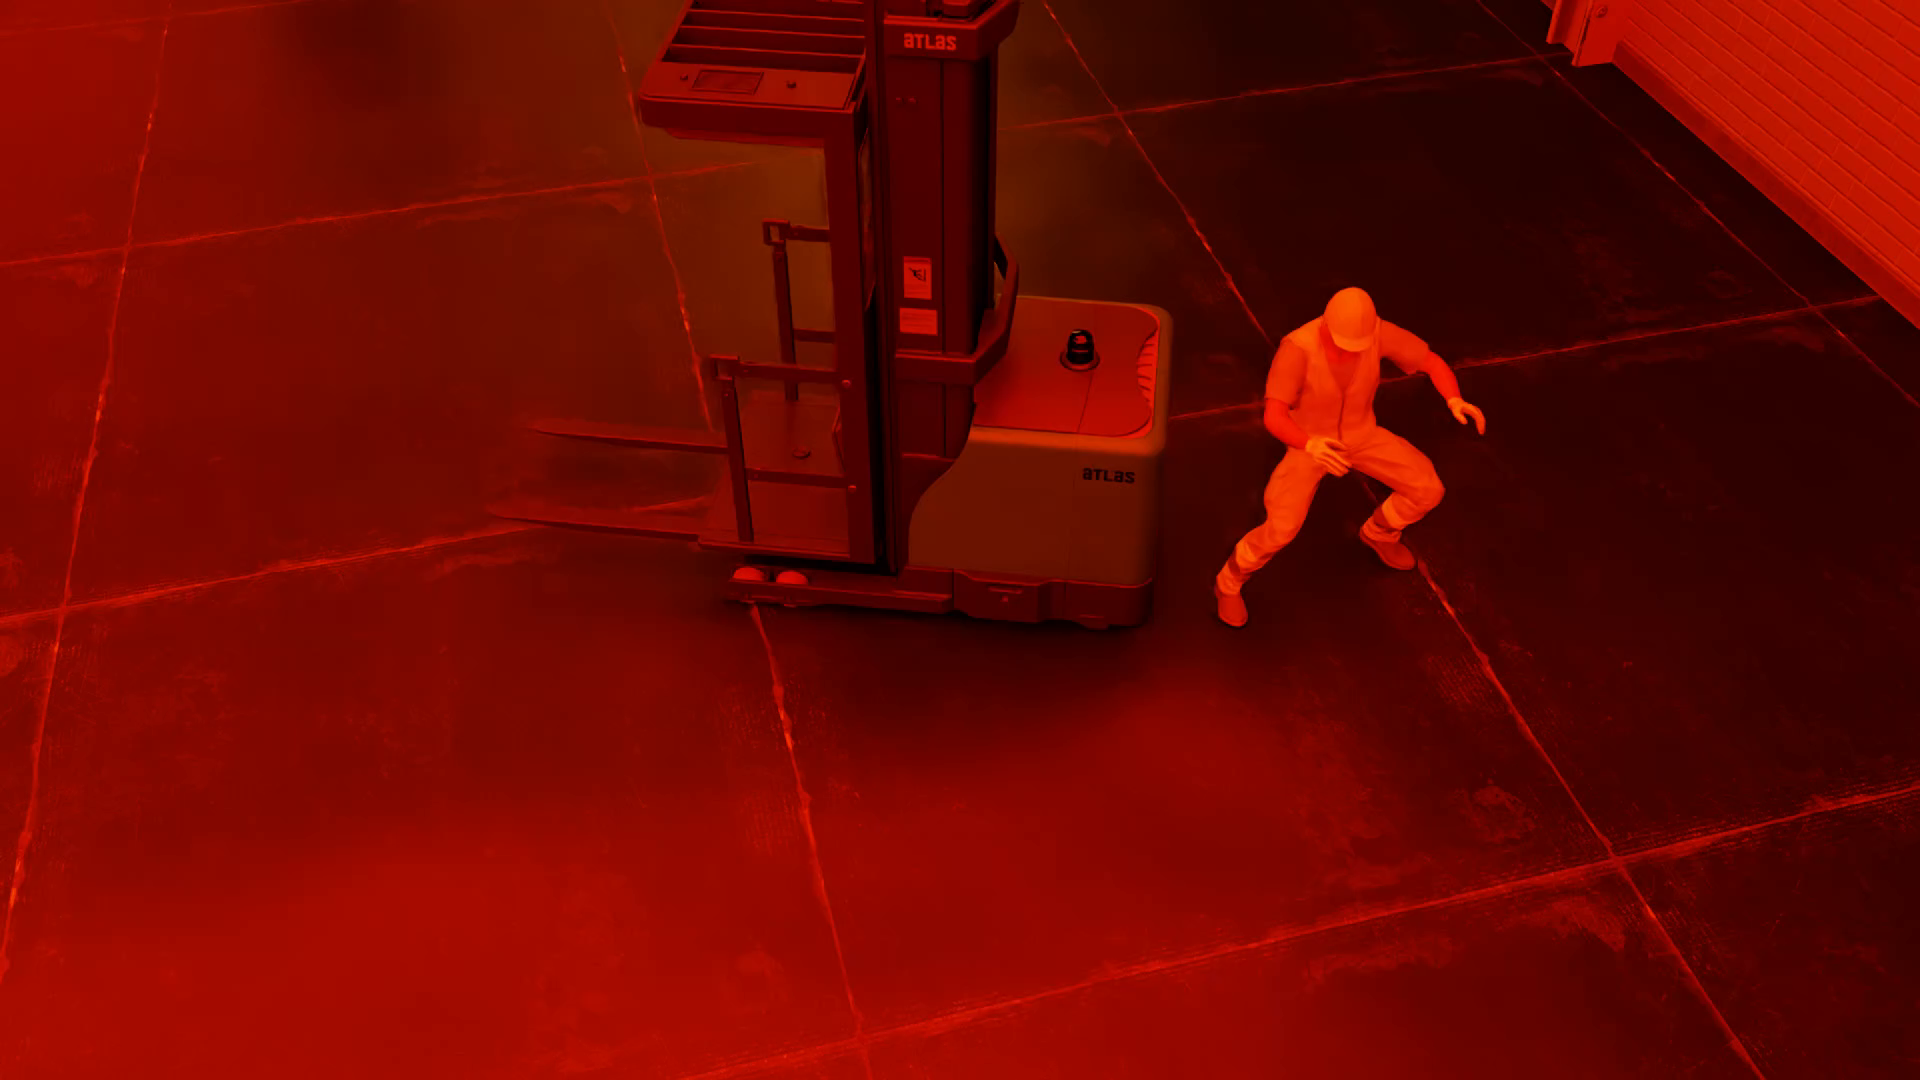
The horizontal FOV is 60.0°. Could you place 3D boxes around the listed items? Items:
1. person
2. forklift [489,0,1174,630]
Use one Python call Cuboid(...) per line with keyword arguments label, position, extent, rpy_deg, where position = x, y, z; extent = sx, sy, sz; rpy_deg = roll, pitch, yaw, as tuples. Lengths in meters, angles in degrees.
Cuboid(label="person", position=(1.606, -0.365, 7.049), extent=(0.980, 1.541, 0.761), rpy_deg=(-7, 44, -7))
Cuboid(label="forklift", position=(-0.605, -1.120, 6.830), extent=(3.031, 2.935, 1.130), rpy_deg=(5, 44, 5))
